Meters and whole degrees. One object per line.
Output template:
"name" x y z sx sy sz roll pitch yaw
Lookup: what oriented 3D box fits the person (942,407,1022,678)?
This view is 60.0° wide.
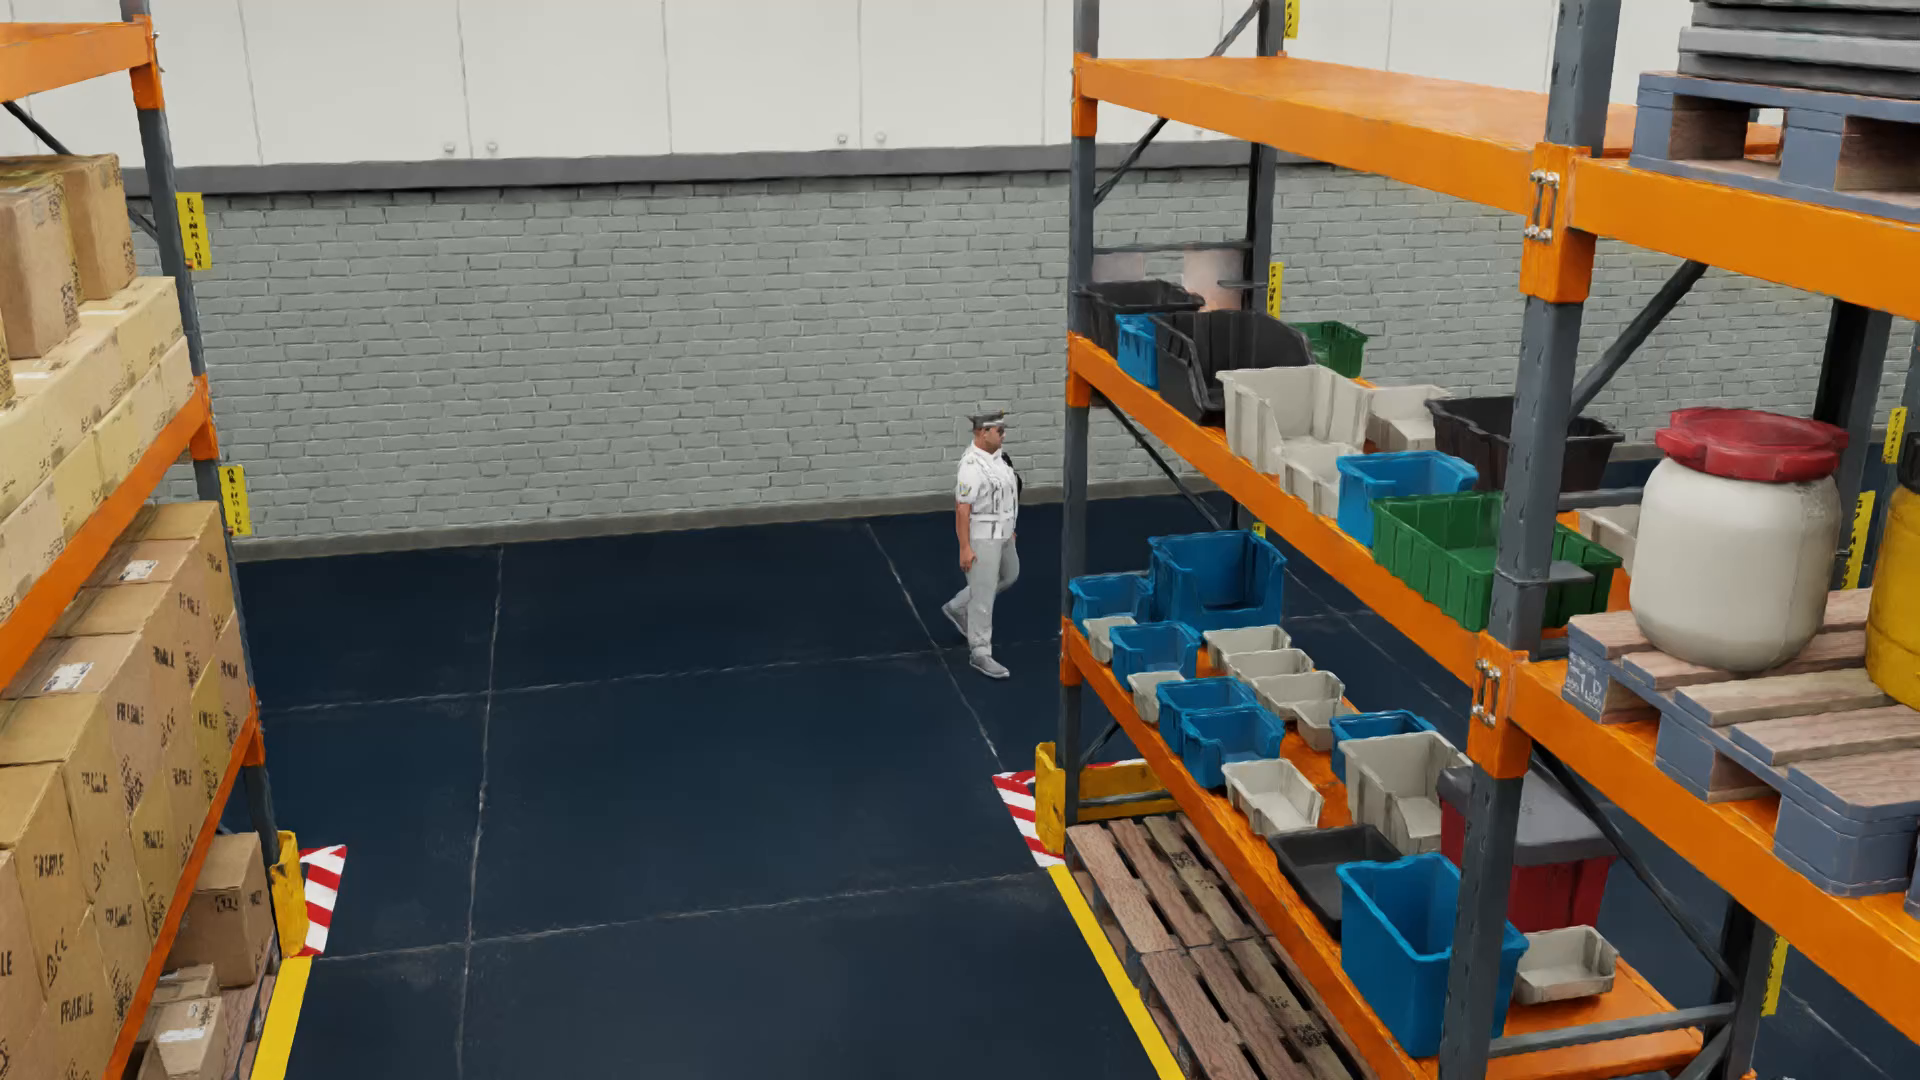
"person" 0.135 -0.034 11.100 0.598 1.750 0.671 6 20 17
